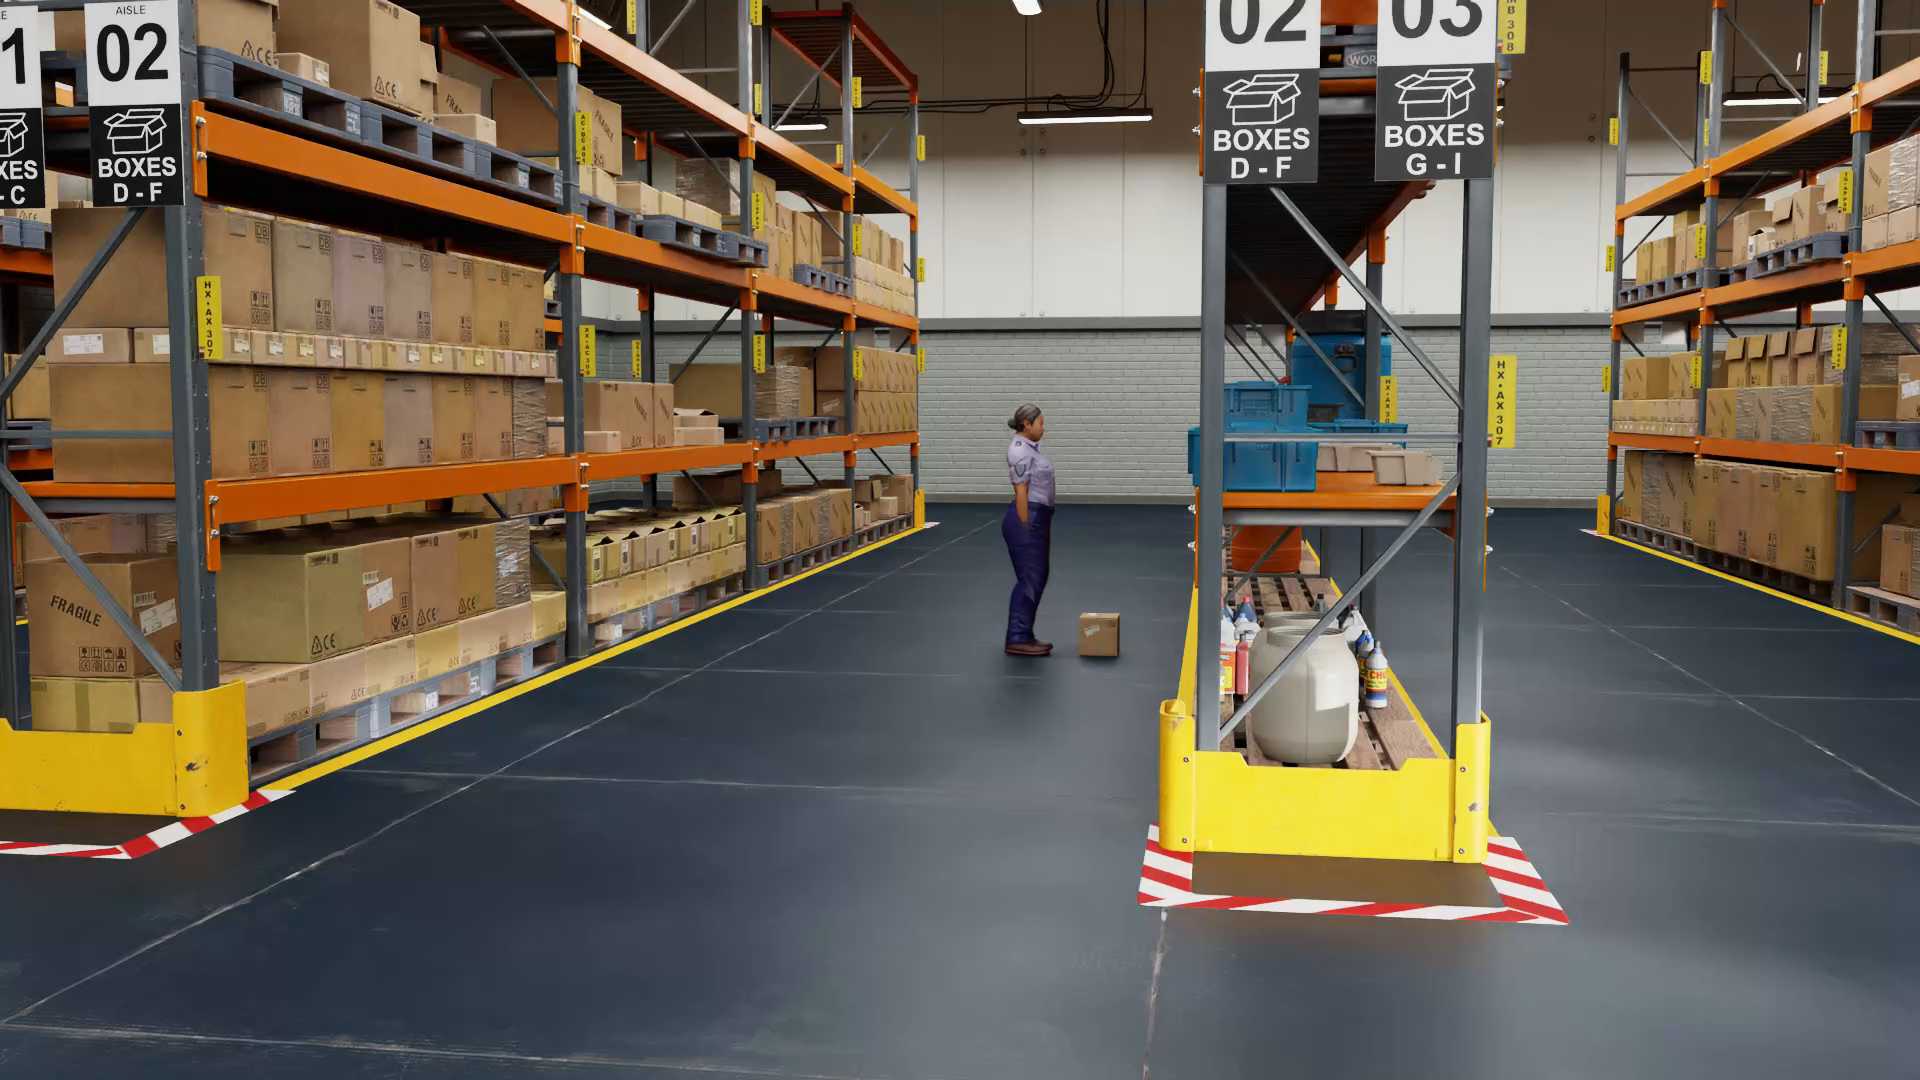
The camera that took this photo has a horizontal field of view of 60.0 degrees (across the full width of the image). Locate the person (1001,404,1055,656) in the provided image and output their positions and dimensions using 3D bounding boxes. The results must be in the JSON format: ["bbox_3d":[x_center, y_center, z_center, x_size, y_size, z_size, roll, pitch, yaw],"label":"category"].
[{"bbox_3d":[0.460,-0.075,10.987,0.342,1.646,0.469,1,5,10],"label":"person"}]
